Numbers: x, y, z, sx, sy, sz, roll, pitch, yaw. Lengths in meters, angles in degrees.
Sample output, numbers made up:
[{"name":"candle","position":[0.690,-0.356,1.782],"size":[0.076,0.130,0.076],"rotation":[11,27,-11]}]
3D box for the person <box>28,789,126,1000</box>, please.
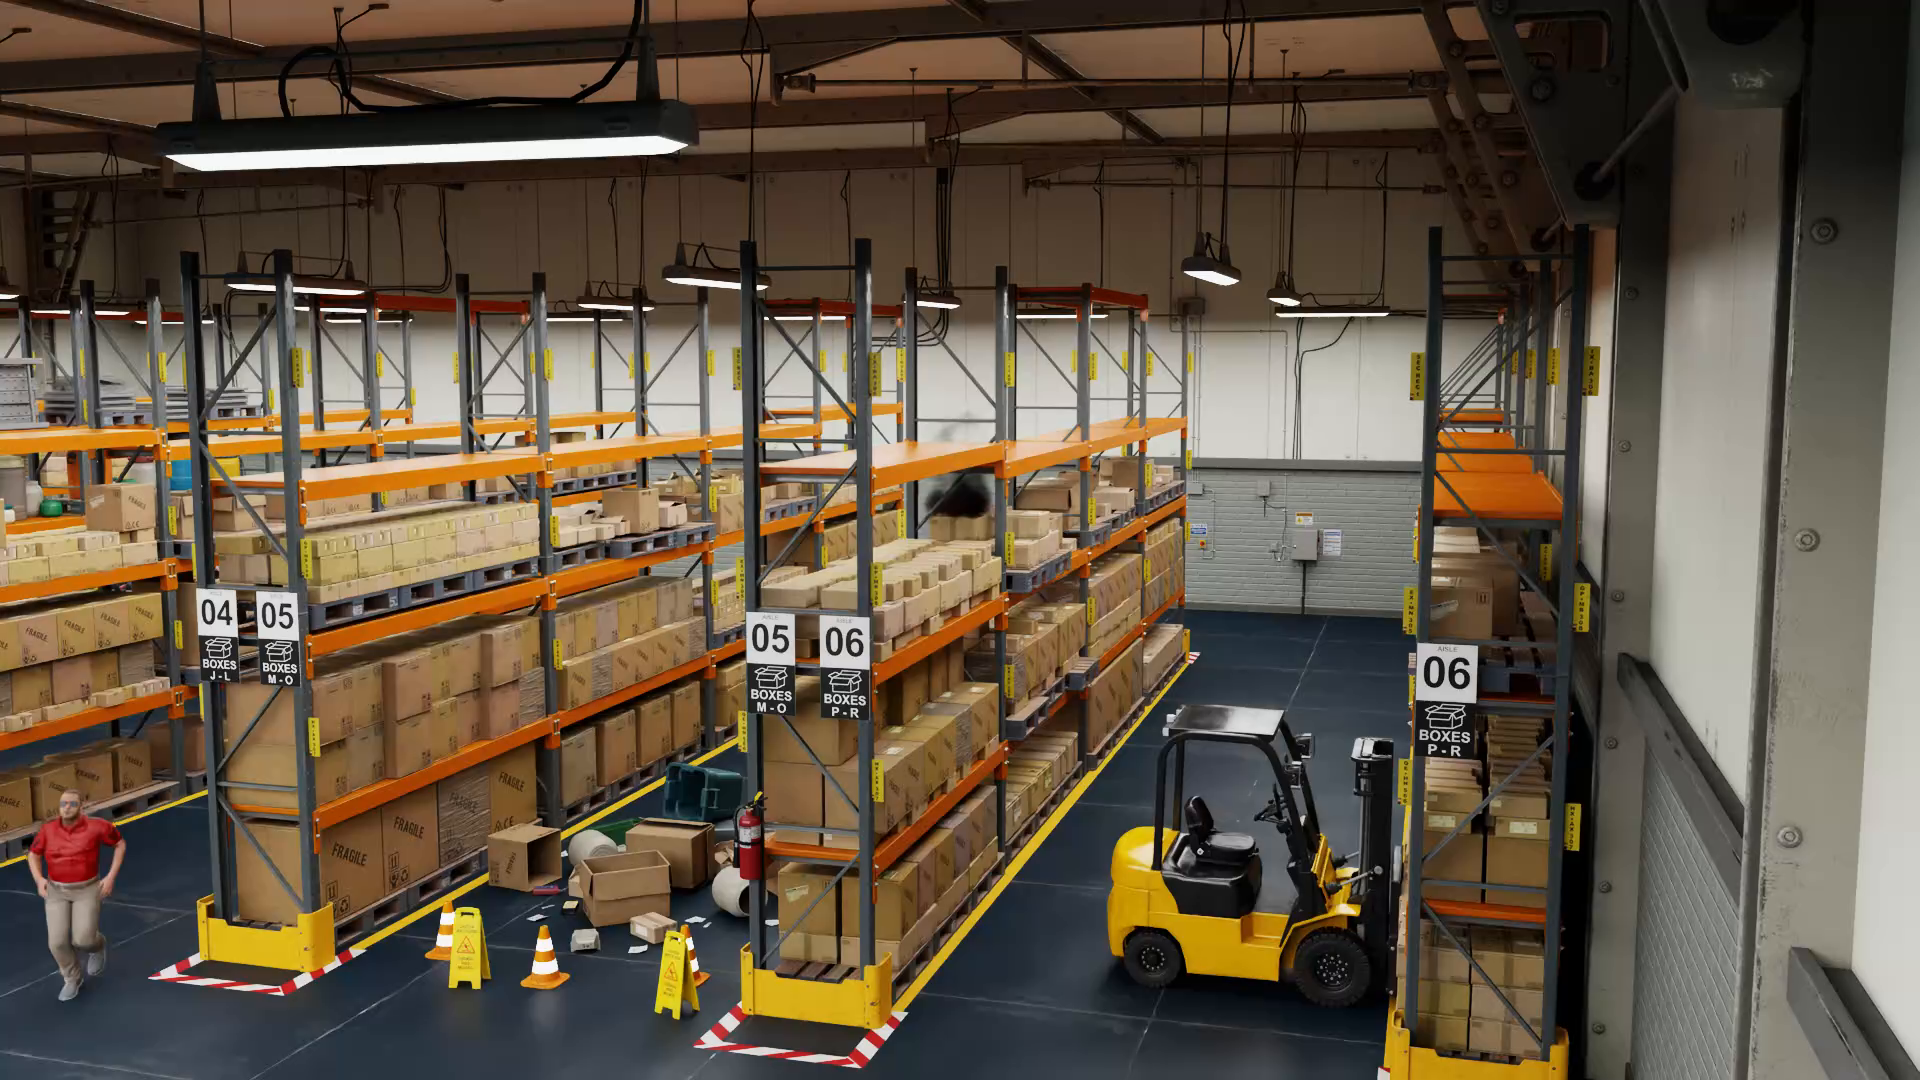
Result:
[{"name":"person","position":[-7.147,2.848,13.470],"size":[0.710,1.702,0.629],"rotation":[-2,7,-13]}]
